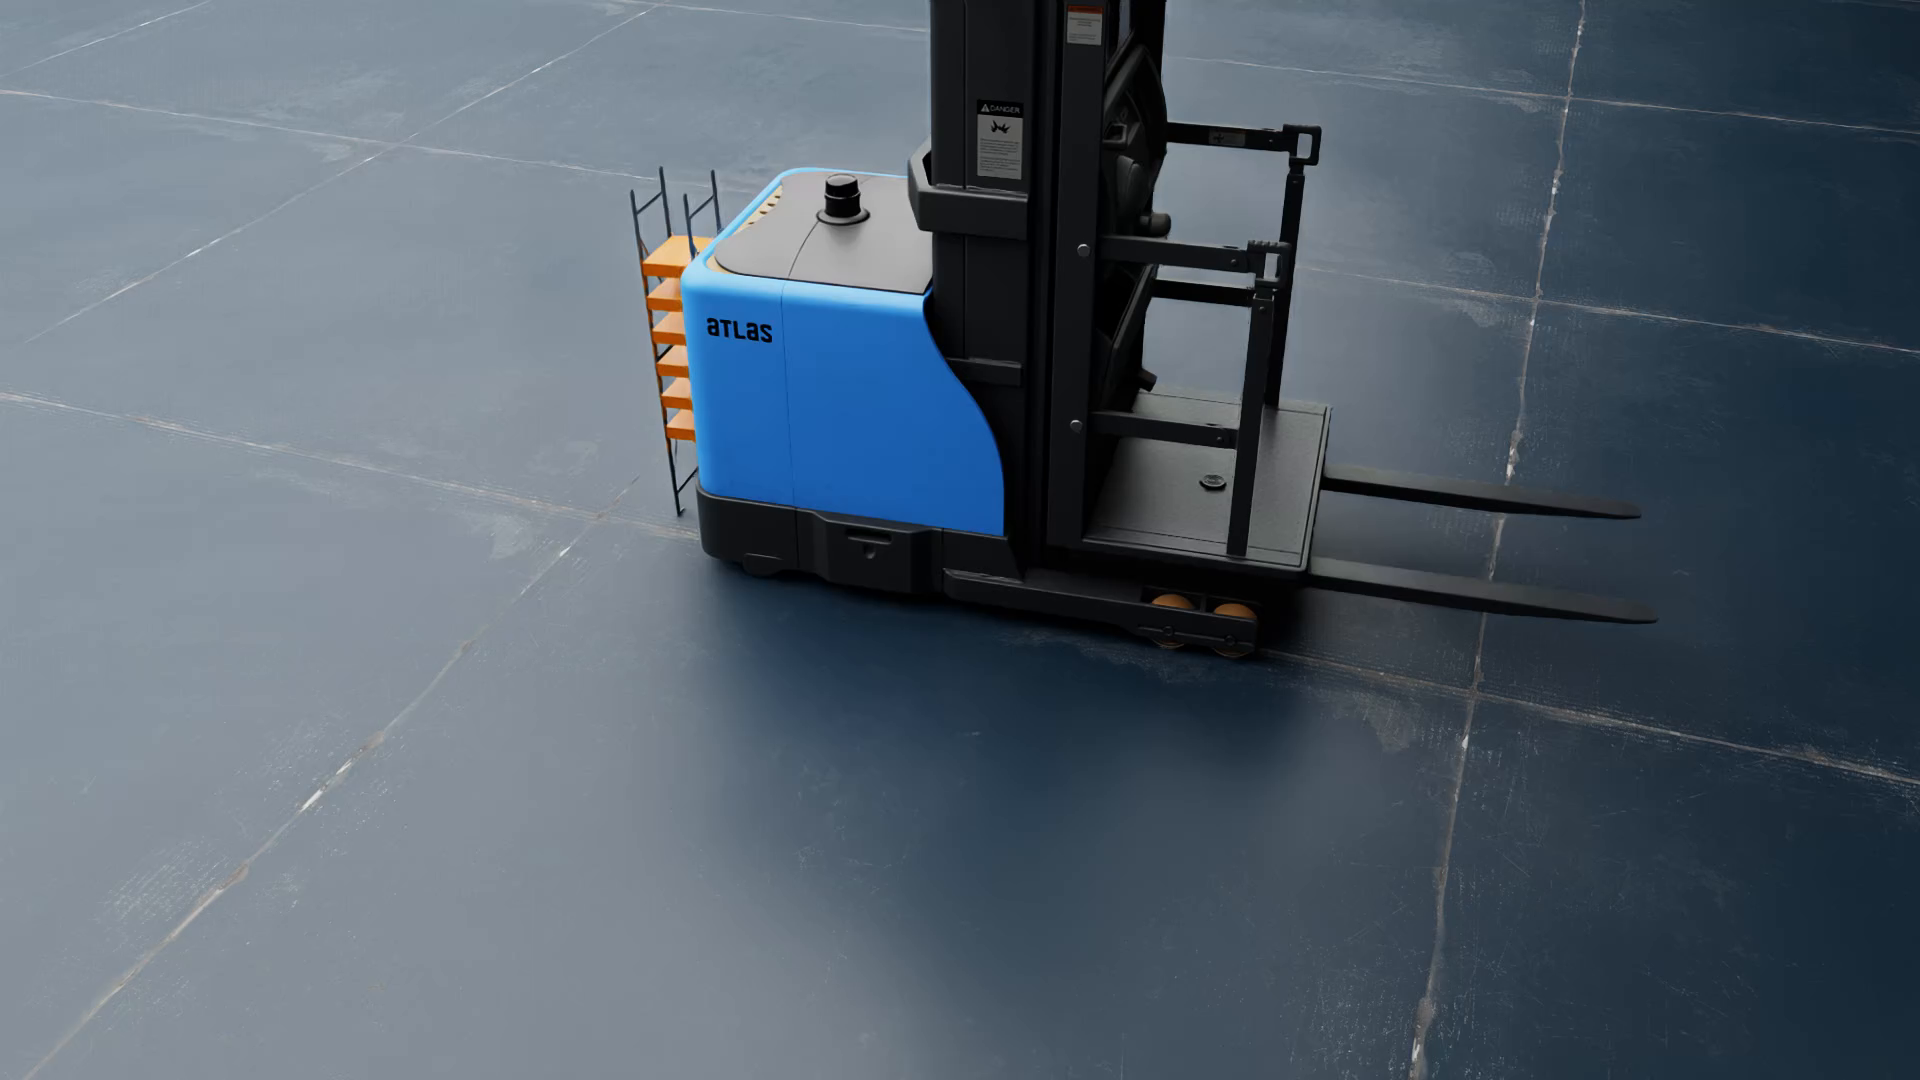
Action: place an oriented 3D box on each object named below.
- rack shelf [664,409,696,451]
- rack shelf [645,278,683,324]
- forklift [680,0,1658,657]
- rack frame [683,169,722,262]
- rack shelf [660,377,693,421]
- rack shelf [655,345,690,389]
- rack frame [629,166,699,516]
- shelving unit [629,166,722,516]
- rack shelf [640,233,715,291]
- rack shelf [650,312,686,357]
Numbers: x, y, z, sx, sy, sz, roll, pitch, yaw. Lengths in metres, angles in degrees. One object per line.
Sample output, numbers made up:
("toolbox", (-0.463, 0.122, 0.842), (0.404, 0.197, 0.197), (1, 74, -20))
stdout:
("rack shelf", (-0.888, -0.403, 5.786), (0.180, 0.103, 0.258), (7, 33, 14))
("rack shelf", (-0.905, -0.808, 5.529), (0.180, 0.103, 0.258), (7, 33, 14))
("forklift", (0.705, -1.186, 4.885), (3.031, 2.935, 1.130), (8, 34, 12))
("rack frame", (-0.810, -0.632, 5.611), (0.006, 1.200, 0.240), (7, 33, 14))
("rack shelf", (-0.893, -0.504, 5.721), (0.180, 0.103, 0.258), (7, 33, 14))
("rack shelf", (-0.897, -0.605, 5.657), (0.180, 0.103, 0.258), (7, 33, 14))
("rack frame", (-0.986, -0.654, 5.657), (0.006, 1.200, 0.240), (7, 33, 14))
("shelving unit", (-0.898, -0.643, 5.634), (0.189, 1.200, 0.258), (7, 33, 14))
("rack shelf", (-0.909, -0.910, 5.465), (0.180, 0.103, 0.258), (7, 33, 14))
("rack shelf", (-0.901, -0.707, 5.593), (0.180, 0.103, 0.258), (7, 33, 14))
